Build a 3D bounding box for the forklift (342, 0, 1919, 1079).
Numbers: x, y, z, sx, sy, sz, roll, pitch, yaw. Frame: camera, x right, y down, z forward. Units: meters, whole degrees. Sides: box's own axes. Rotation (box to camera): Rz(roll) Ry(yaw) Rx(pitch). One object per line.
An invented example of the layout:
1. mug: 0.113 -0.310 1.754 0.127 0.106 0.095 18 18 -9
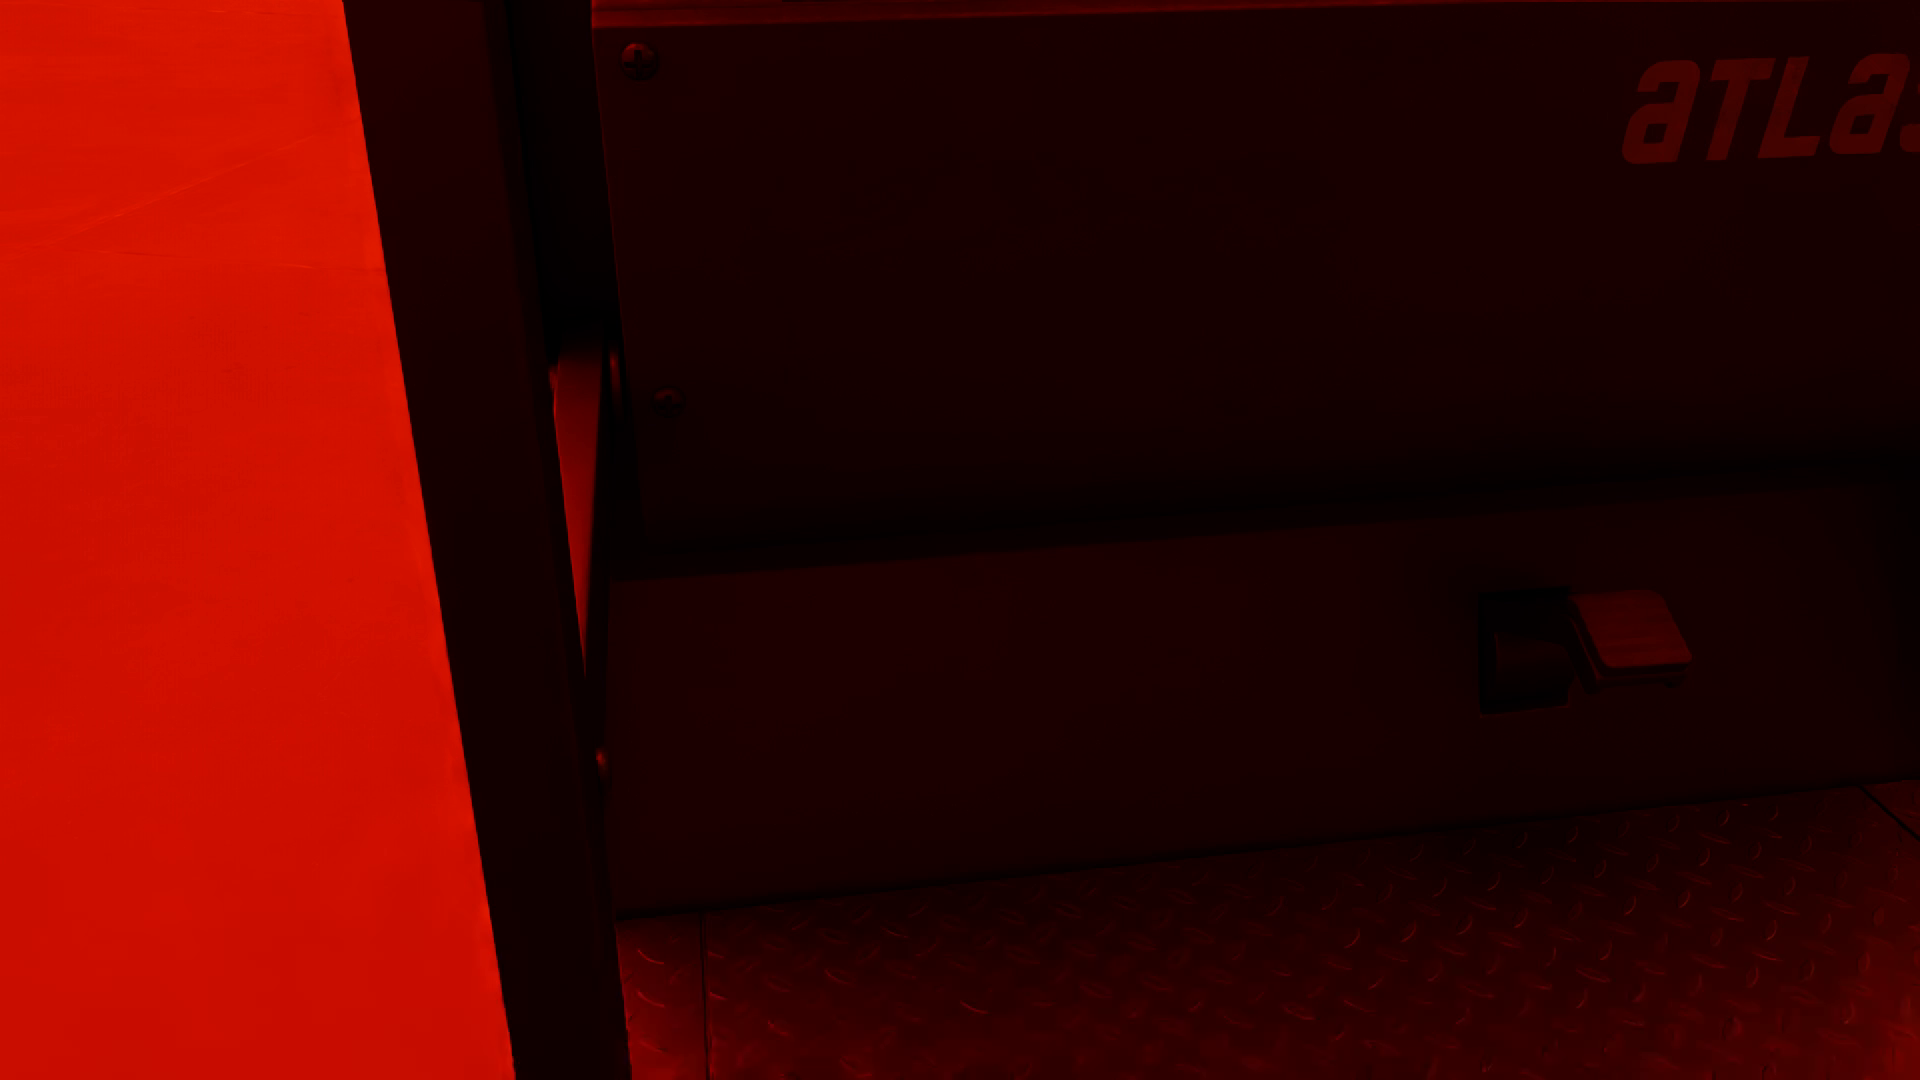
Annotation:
1. forklift: 0.297 -0.669 0.572 1.130 2.935 3.031 -4 27 -9
